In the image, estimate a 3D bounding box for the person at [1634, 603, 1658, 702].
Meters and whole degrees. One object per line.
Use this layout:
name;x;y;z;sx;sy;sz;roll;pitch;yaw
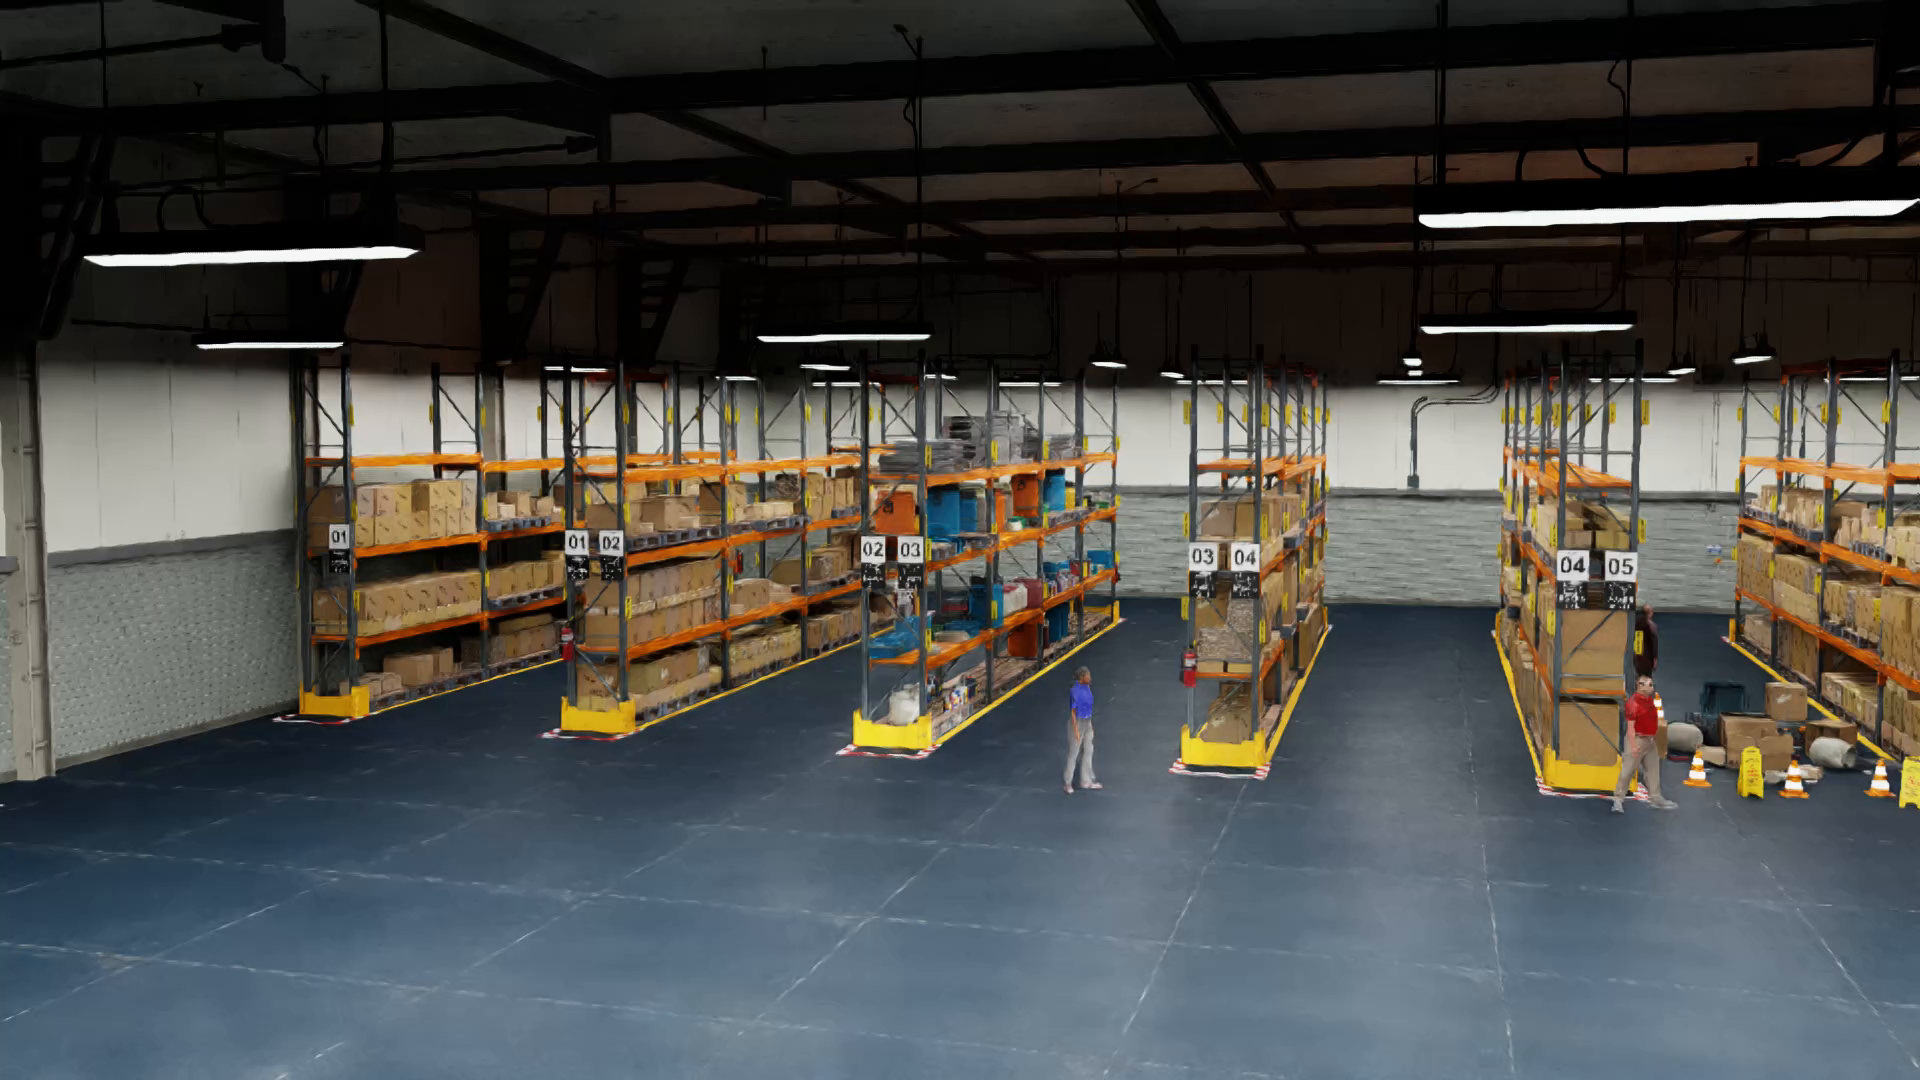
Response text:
person;11.727;1.968;28.341;0.525;1.782;0.646;-1;4;-8

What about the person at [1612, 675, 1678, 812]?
person;8.638;2.557;21.018;0.772;1.719;0.585;-3;5;-36

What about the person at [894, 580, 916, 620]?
person;-1.253;1.410;37.108;0.456;1.589;1.088;1;4;18

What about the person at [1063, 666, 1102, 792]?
person;1.605;2.501;22.163;0.400;1.663;0.564;3;5;34
